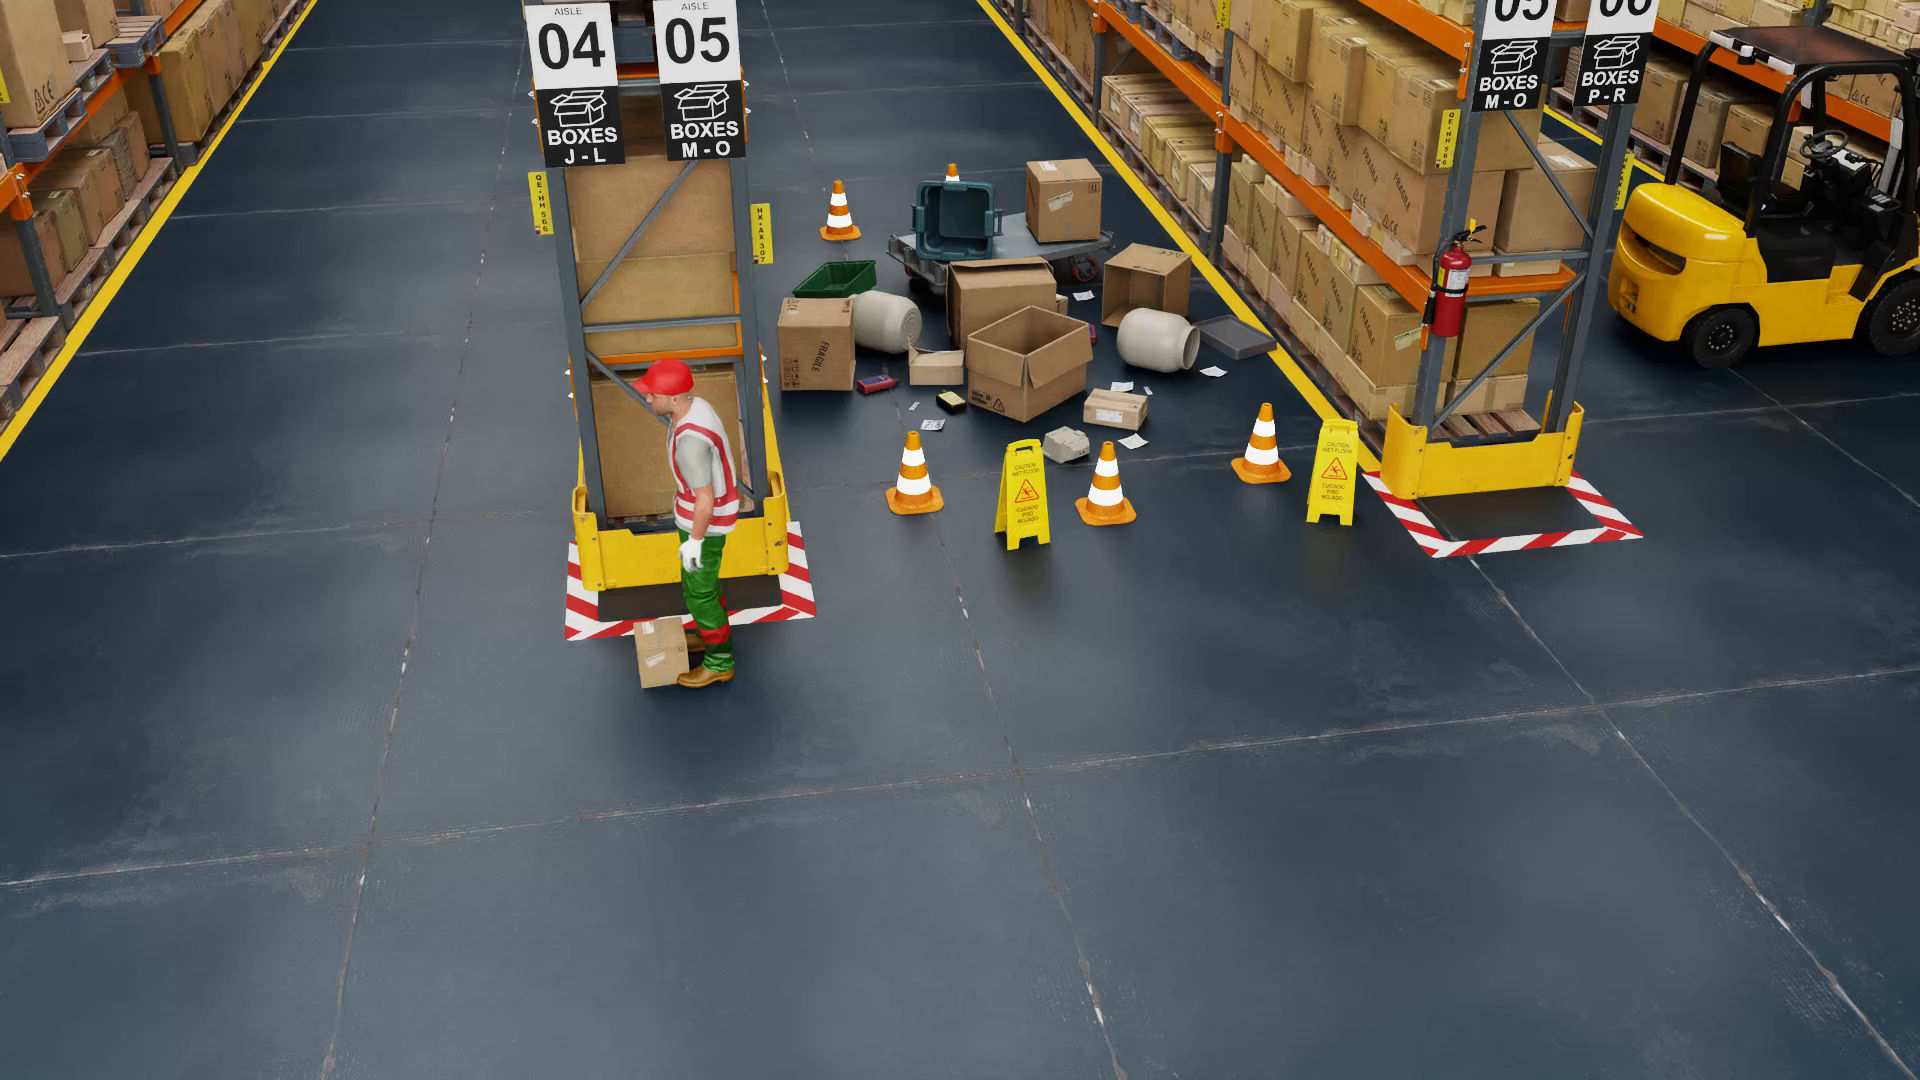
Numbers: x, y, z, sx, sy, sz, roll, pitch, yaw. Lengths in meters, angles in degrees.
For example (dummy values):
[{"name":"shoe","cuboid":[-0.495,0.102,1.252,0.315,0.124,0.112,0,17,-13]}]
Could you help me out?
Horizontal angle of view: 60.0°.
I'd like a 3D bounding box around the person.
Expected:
[{"name":"person","cuboid":[-1.324,-0.099,8.293,0.451,1.779,0.608,-5,31,-9]}]
